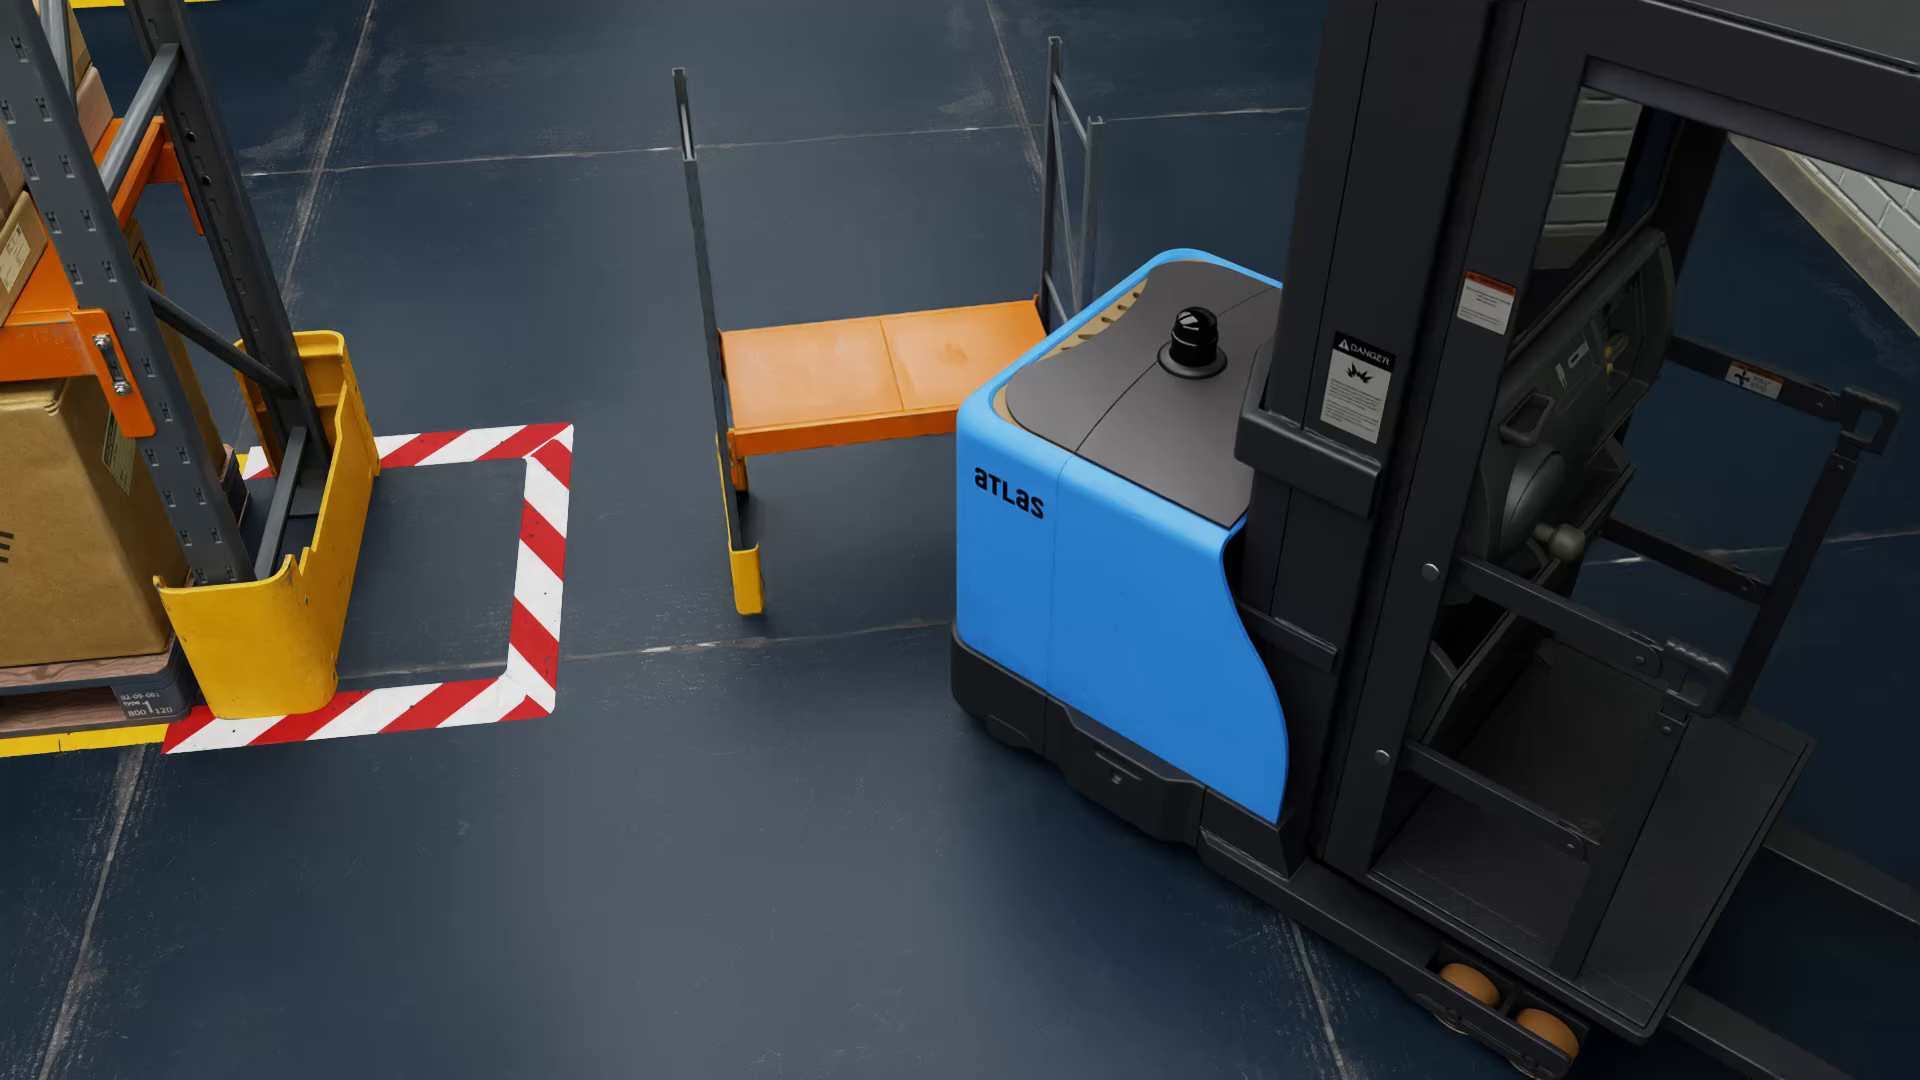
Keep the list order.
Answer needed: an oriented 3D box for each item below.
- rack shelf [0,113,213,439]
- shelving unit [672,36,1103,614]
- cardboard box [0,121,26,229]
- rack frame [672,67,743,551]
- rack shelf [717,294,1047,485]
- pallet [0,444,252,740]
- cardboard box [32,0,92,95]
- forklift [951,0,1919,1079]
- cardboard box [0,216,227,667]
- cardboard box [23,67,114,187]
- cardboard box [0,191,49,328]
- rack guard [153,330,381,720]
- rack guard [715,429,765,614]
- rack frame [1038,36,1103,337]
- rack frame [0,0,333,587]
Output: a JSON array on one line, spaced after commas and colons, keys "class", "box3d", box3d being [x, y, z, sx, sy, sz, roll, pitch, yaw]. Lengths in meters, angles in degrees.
[{"class": "rack shelf", "box3d": [-4.034, -0.561, 4.170, 4.000, 0.370, 1.077, -5, 42, -6]}, {"class": "shelving unit", "box3d": [-0.191, -0.589, 4.784, 1.083, 1.500, 0.587, -7, 43, -8]}, {"class": "cardboard box", "box3d": [-2.497, -0.838, 3.830, 0.500, 0.250, 0.500, -6, 42, -6]}, {"class": "rack frame", "box3d": [-0.699, -0.527, 4.714, 0.032, 1.500, 0.500, -7, 43, -8]}, {"class": "rack shelf", "box3d": [-0.200, -0.455, 4.903, 1.000, 0.185, 0.538, -7, 43, -8]}, {"class": "pallet", "box3d": [-2.834, 0.155, 4.921, 1.213, 0.211, 1.003, -5, 42, -6]}, {"class": "cardboard box", "box3d": [-2.562, -1.194, 4.224, 0.500, 0.250, 0.500, -6, 42, -7]}, {"class": "forklift", "box3d": [1.437, -0.242, 3.329, 3.031, 2.935, 1.130, 29, 49, 28]}, {"class": "cardboard box", "box3d": [-2.675, -0.260, 4.572, 0.875, 0.875, 0.875, -5, 42, -6]}, {"class": "cardboard box", "box3d": [-2.446, -1.097, 4.414, 0.250, 0.149, 0.380, -5, 42, -5]}, {"class": "cardboard box", "box3d": [-2.362, -0.659, 3.929, 0.250, 0.149, 0.380, -4, 42, -5]}, {"class": "rack guard", "box3d": [-2.027, -0.076, 4.961, 0.348, 0.500, 1.175, -5, 42, -6]}, {"class": "rack guard", "box3d": [-0.680, -0.065, 5.135, 0.087, 0.250, 0.587, -7, 43, -8]}, {"class": "rack frame", "box3d": [0.300, -0.650, 4.851, 0.032, 1.500, 0.500, -7, 43, -8]}, {"class": "rack frame", "box3d": [-2.051, -1.002, 4.121, 0.127, 3.000, 1.000, -5, 42, -6]}]
